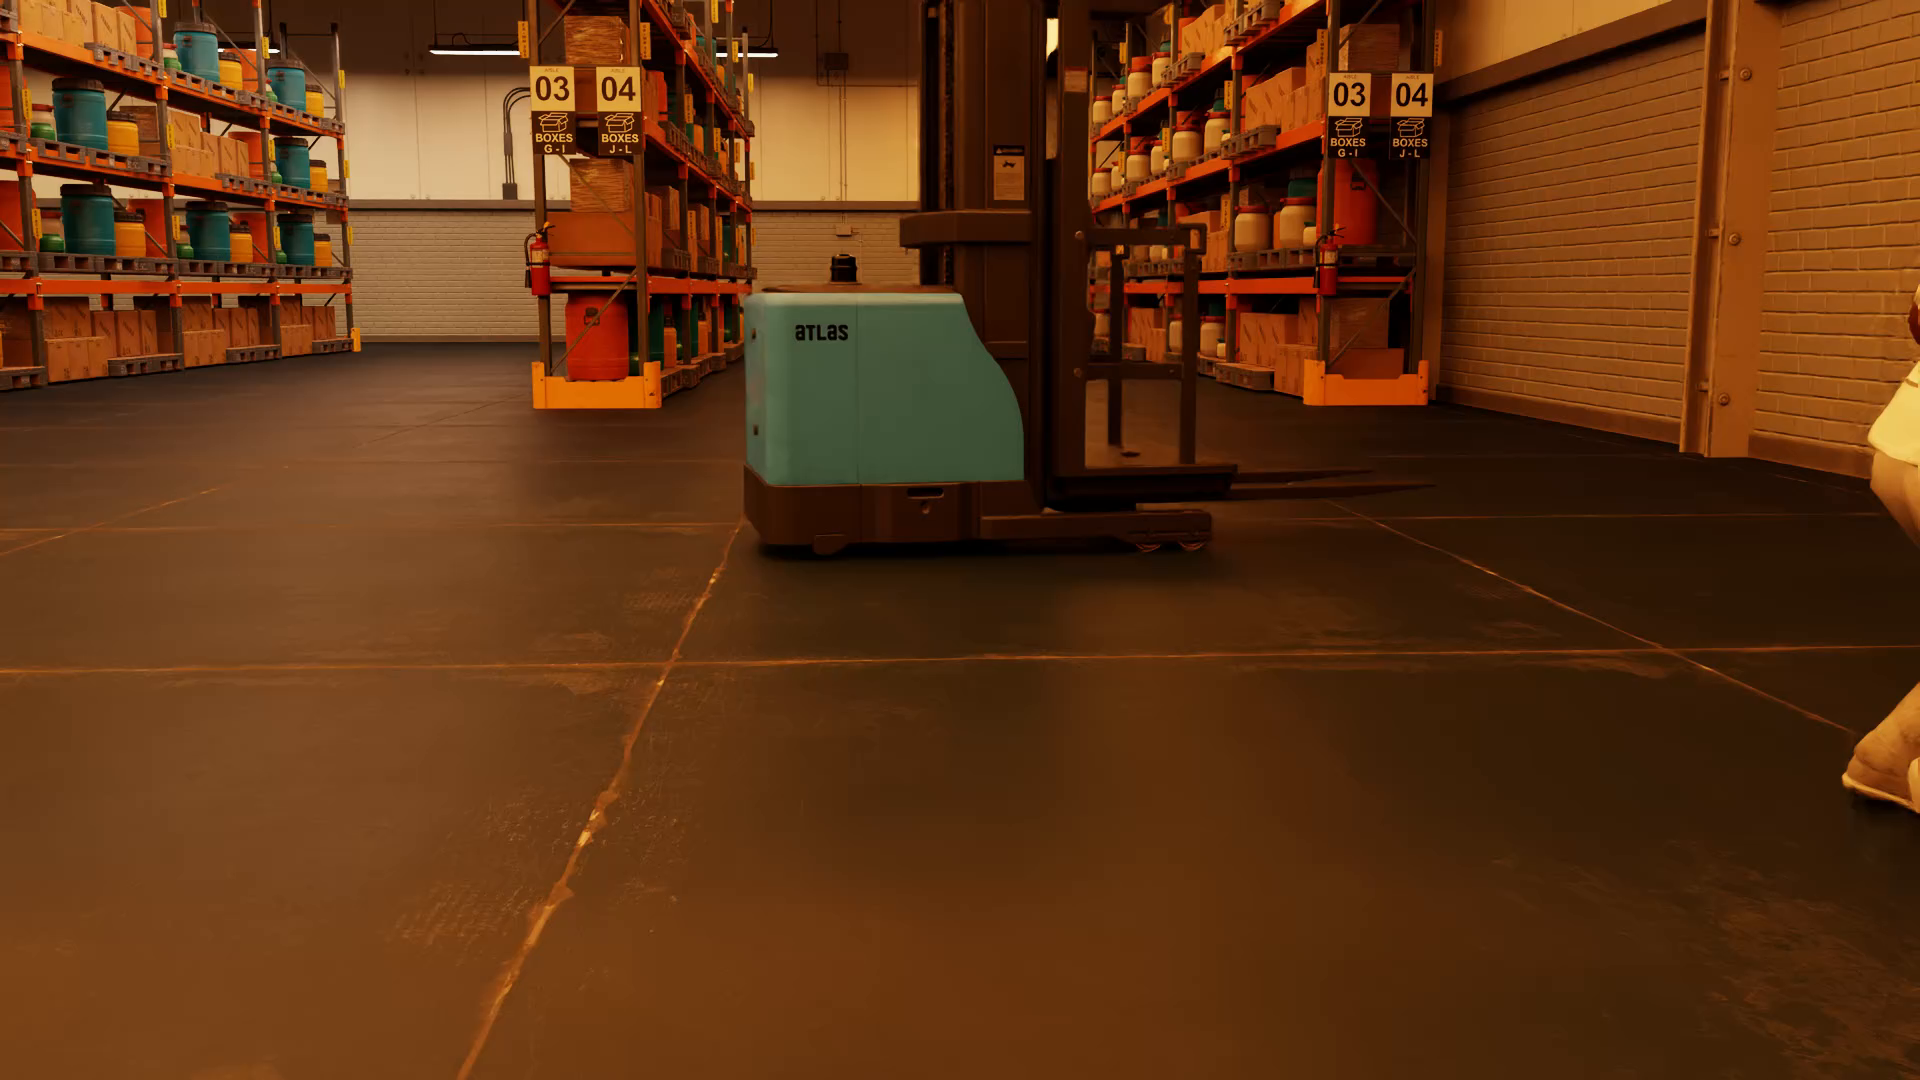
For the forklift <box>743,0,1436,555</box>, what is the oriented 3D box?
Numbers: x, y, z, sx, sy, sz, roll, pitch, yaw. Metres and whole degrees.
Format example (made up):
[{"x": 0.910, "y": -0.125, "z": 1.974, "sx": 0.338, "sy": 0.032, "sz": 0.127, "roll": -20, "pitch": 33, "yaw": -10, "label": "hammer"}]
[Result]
[{"x": 0.592, "y": -1.477, "z": 7.281, "sx": 3.031, "sy": 2.935, "sz": 1.130, "roll": -2, "pitch": 9, "yaw": -13, "label": "forklift"}]

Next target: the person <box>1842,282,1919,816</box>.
[{"x": 2.011, "y": -0.096, "z": 3.111, "sx": 0.505, "sy": 1.531, "sz": 0.908, "roll": 1, "pitch": 9, "yaw": 8, "label": "person"}]
